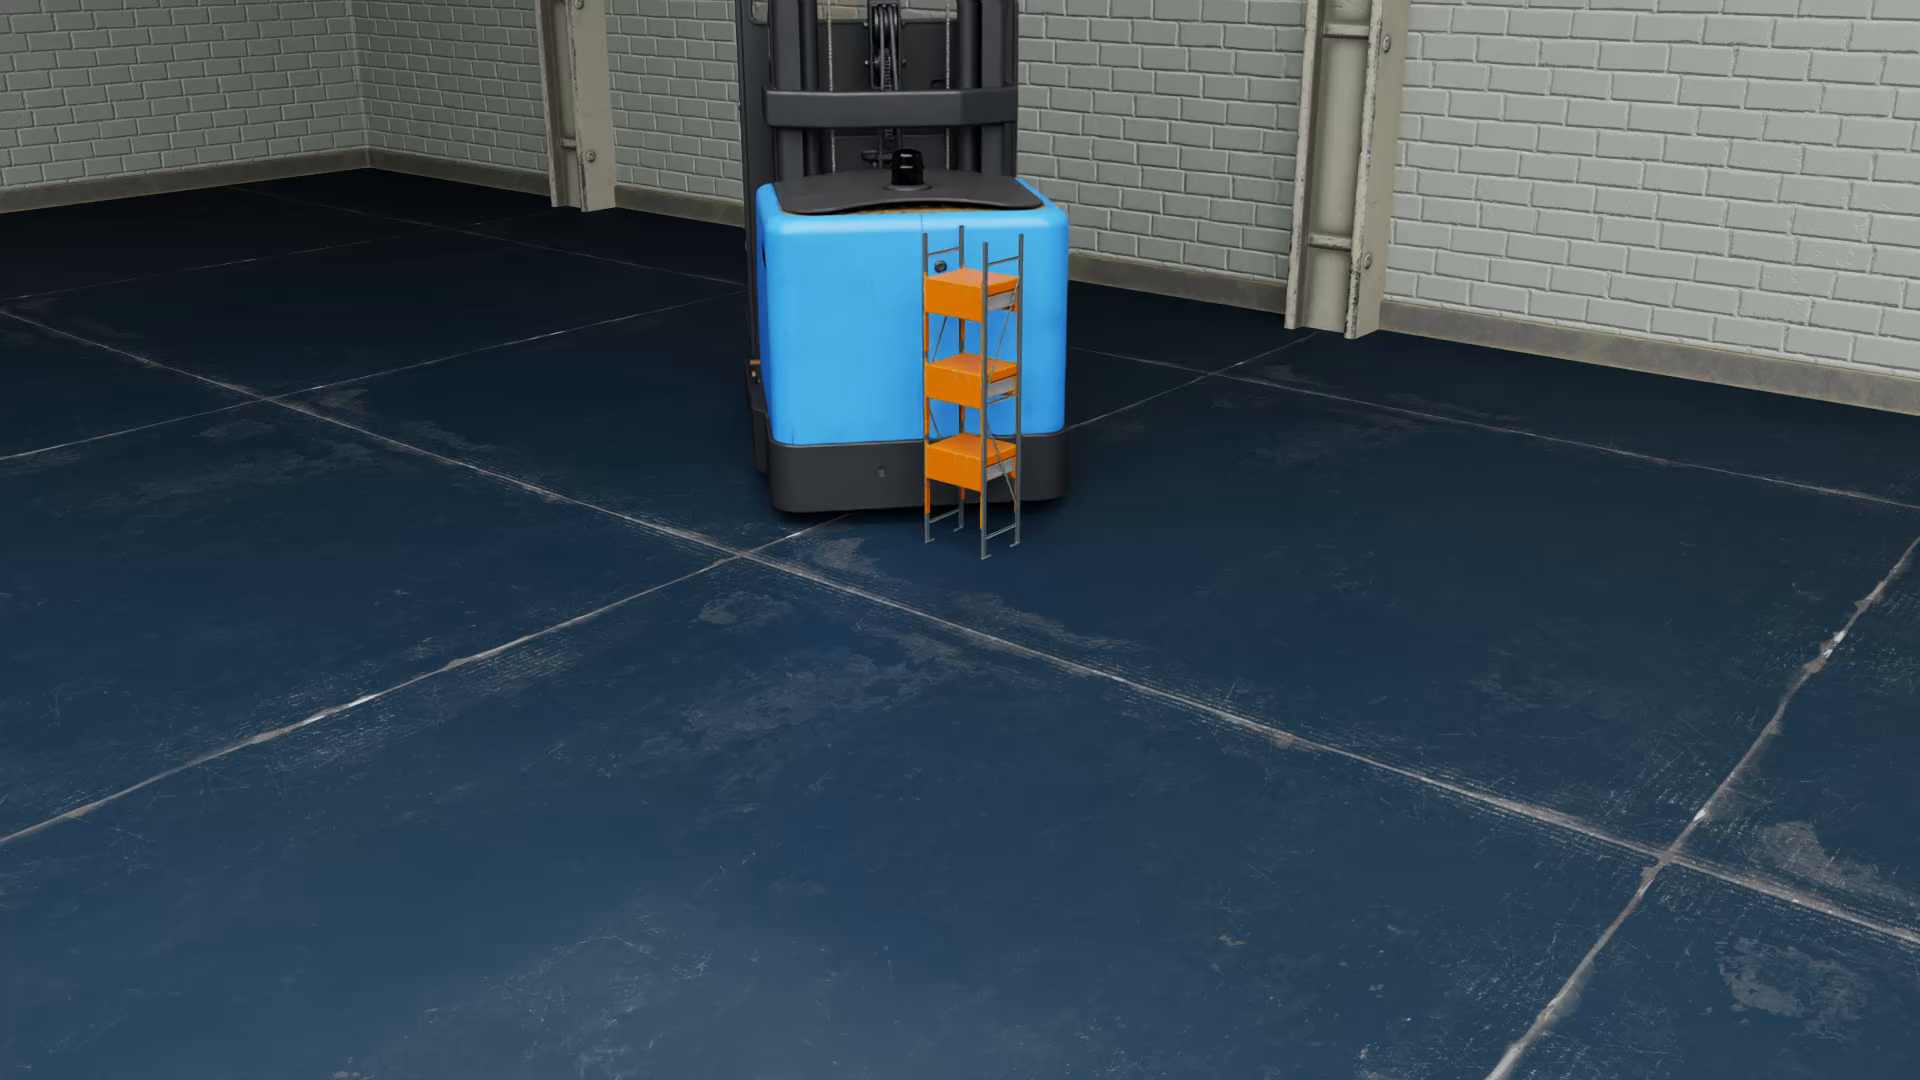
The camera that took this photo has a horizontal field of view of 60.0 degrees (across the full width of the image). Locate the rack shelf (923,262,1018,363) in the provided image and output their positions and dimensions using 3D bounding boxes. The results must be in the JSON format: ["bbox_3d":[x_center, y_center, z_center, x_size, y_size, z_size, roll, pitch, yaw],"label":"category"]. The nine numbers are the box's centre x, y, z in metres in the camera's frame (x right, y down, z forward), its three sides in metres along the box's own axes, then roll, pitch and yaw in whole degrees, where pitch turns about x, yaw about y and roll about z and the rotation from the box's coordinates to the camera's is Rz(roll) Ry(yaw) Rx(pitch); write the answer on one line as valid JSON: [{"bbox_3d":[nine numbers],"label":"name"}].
[{"bbox_3d":[0.041,-0.735,5.355,0.240,0.259,0.215,16,26,36],"label":"rack shelf"}]

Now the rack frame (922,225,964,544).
[{"bbox_3d":[-0.053,-0.507,5.523,0.008,1.050,0.200,16,26,36],"label":"rack frame"}]

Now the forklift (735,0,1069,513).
[{"bbox_3d":[-0.356,-1.948,6.681,1.130,2.935,3.031,-3,21,-8],"label":"forklift"}]

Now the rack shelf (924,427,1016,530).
[{"bbox_3d":[0.041,-0.209,5.553,0.240,0.259,0.215,16,26,36],"label":"rack shelf"}]

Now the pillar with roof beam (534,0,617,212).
[{"bbox_3d":[-5.453,-5.465,7.408,0.400,9.000,9.100,16,26,36],"label":"pillar with roof beam"}]

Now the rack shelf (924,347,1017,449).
[{"bbox_3d":[0.041,-0.469,5.455,0.240,0.259,0.215,16,26,36],"label":"rack shelf"}]

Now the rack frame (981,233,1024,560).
[{"bbox_3d":[0.136,-0.452,5.379,0.008,1.050,0.200,16,26,36],"label":"rack frame"}]

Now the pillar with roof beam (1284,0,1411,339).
[{"bbox_3d":[-0.805,-4.127,3.858,0.400,9.000,9.100,16,26,36],"label":"pillar with roof beam"}]

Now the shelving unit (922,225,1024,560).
[{"bbox_3d":[0.041,-0.479,5.451,0.252,1.050,0.215,16,26,36],"label":"shelving unit"}]
